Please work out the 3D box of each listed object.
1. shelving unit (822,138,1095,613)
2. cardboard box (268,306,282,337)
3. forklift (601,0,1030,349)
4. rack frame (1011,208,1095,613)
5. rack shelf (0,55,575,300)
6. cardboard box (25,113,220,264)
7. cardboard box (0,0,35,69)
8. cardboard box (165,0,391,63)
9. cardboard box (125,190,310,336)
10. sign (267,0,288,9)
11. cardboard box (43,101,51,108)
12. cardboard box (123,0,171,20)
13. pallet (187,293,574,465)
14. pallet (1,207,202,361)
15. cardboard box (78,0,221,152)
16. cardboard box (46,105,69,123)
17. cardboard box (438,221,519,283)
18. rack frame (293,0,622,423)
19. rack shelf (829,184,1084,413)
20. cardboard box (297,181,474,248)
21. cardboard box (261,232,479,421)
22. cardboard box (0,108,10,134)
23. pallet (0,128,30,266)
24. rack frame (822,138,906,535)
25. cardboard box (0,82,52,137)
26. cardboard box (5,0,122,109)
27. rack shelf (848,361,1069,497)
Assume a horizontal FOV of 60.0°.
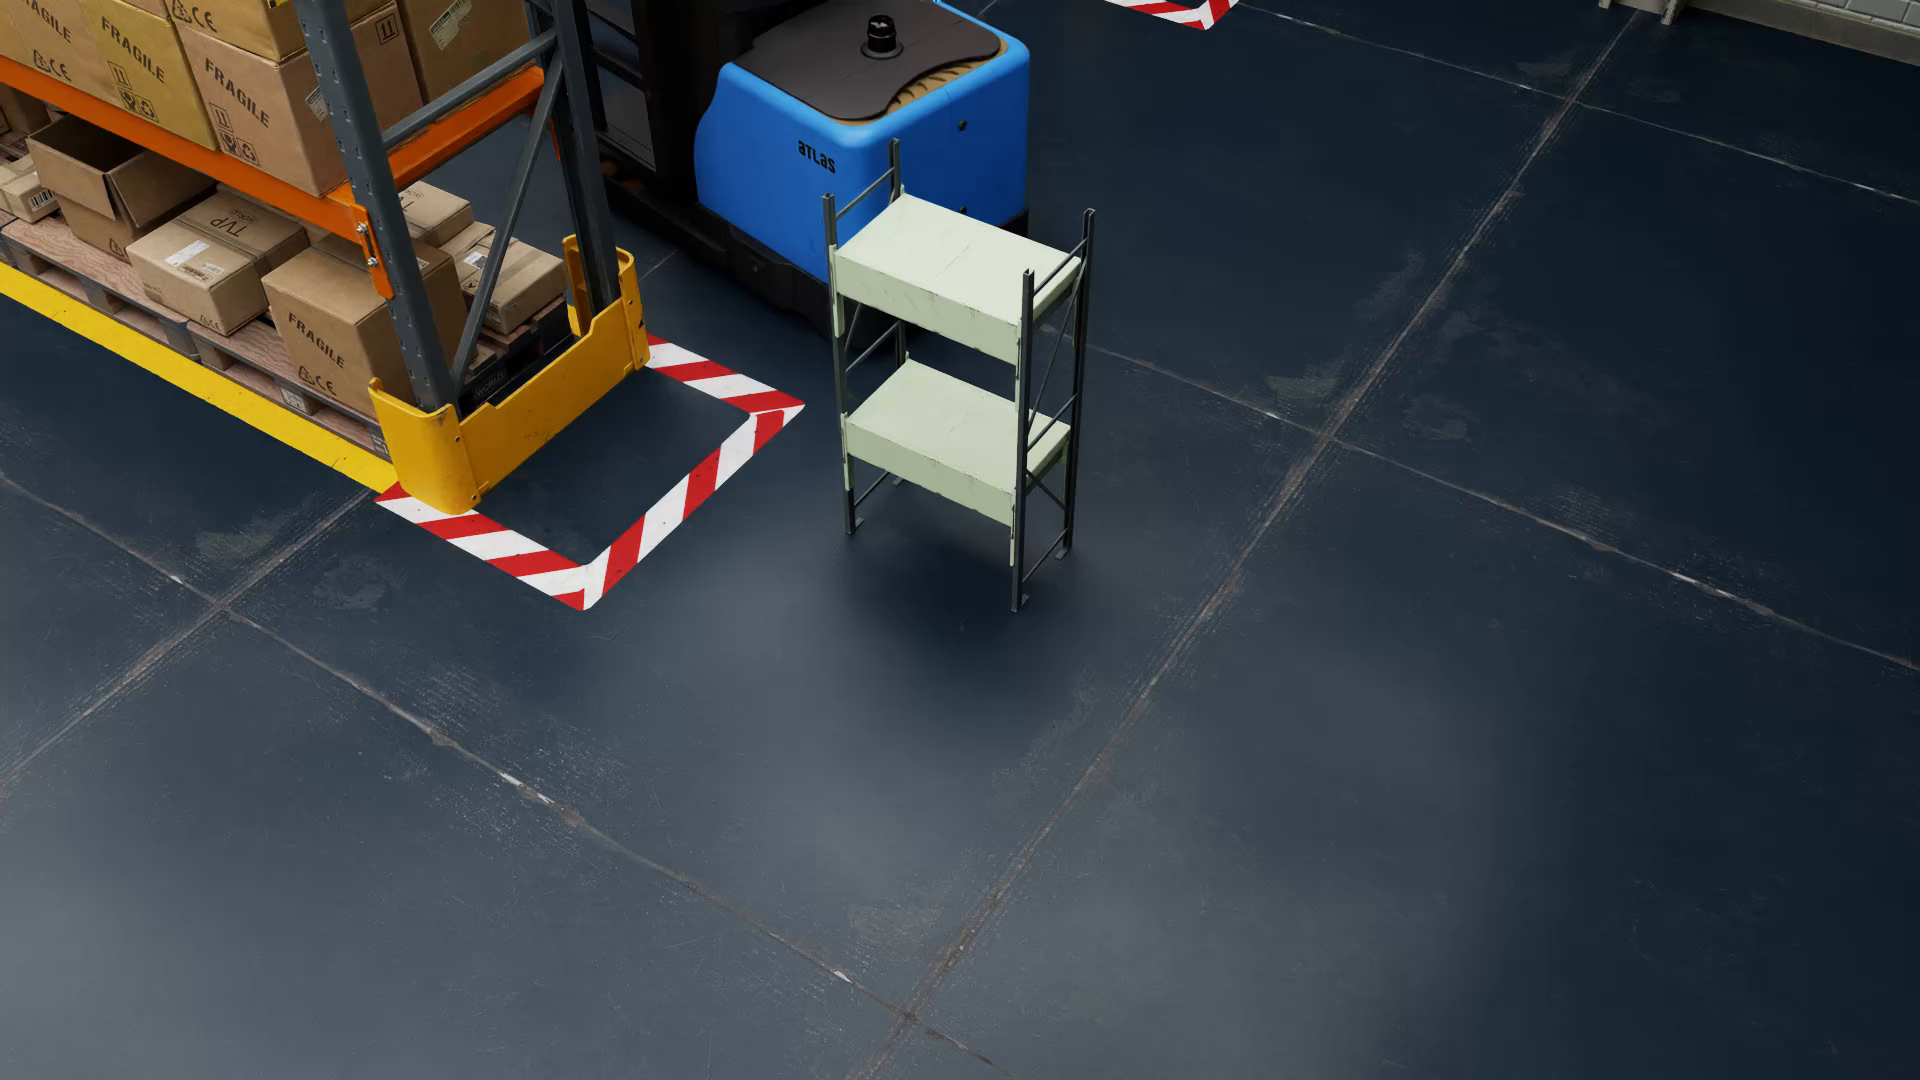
[{"bbox_3d":[-0.006,-0.525,5.715,0.755,1.500,0.431,25,51,22],"label":"shelving unit"},{"bbox_3d":[-2.557,-0.950,6.751,0.250,0.166,0.380,25,51,22],"label":"cardboard box"},{"bbox_3d":[-1.099,-2.766,6.894,3.031,2.935,1.130,36,55,29],"label":"forklift"},{"bbox_3d":[0.302,-0.384,5.577,0.023,1.500,0.400,25,51,22],"label":"rack frame"},{"bbox_3d":[-3.358,-2.035,6.637,4.000,0.370,1.077,25,51,22],"label":"rack shelf"},{"bbox_3d":[-3.457,-1.619,7.166,0.637,0.503,0.797,25,51,22],"label":"cardboard box"},{"bbox_3d":[-3.478,-2.146,6.174,0.500,0.500,0.500,24,50,22],"label":"cardboard box"},{"bbox_3d":[-2.197,-1.901,5.239,0.500,0.500,0.500,24,51,22],"label":"cardboard box"},{"bbox_3d":[-3.049,-1.154,6.890,0.500,0.250,0.500,25,51,22],"label":"cardboard box"},{"bbox_3d":[-1.991,-1.698,4.780,0.005,0.325,0.100,25,51,22],"label":"sign"},{"bbox_3d":[-4.061,-2.061,7.843,0.250,0.149,0.380,25,51,22],"label":"cardboard box"},{"bbox_3d":[-2.623,-2.096,5.428,0.500,0.500,0.500,26,51,23],"label":"cardboard box"},{"bbox_3d":[-2.410,-0.877,6.955,1.213,0.211,1.003,25,51,22],"label":"pallet"},{"bbox_3d":[-3.433,-1.350,7.415,1.213,0.211,1.003,25,51,22],"label":"pallet"},{"bbox_3d":[-2.637,-1.754,5.793,0.500,0.500,0.500,25,51,22],"label":"cardboard box"},{"bbox_3d":[-3.777,-1.937,7.608,0.500,0.311,0.500,25,51,22],"label":"cardboard box"},{"bbox_3d":[-2.052,-1.144,6.939,0.250,0.166,0.380,25,51,22],"label":"cardboard box"},{"bbox_3d":[-1.674,-1.511,5.627,0.127,3.000,1.000,25,51,22],"label":"rack frame"},{"bbox_3d":[-0.006,-0.797,5.435,0.720,0.370,0.431,25,51,22],"label":"rack shelf"},{"bbox_3d":[-2.400,-1.282,7.014,0.500,0.250,0.500,25,51,22],"label":"cardboard box"},{"bbox_3d":[-2.265,-0.855,6.426,0.500,0.500,0.500,25,51,22],"label":"cardboard box"},{"bbox_3d":[-4.805,-1.983,7.654,0.500,0.311,0.500,25,51,22],"label":"cardboard box"},{"bbox_3d":[-4.464,-1.822,7.873,1.213,0.211,1.003,25,51,22],"label":"pallet"},{"bbox_3d":[-0.314,-0.667,5.852,0.023,1.500,0.400,25,51,22],"label":"rack frame"},{"bbox_3d":[-4.409,-2.293,7.823,0.500,0.500,0.500,25,51,22],"label":"cardboard box"},{"bbox_3d":[-3.054,-1.950,5.984,0.500,0.500,0.500,25,51,22],"label":"cardboard box"},{"bbox_3d":[-0.006,-0.366,5.878,0.686,0.124,0.368,25,51,22],"label":"rack shelf"}]
